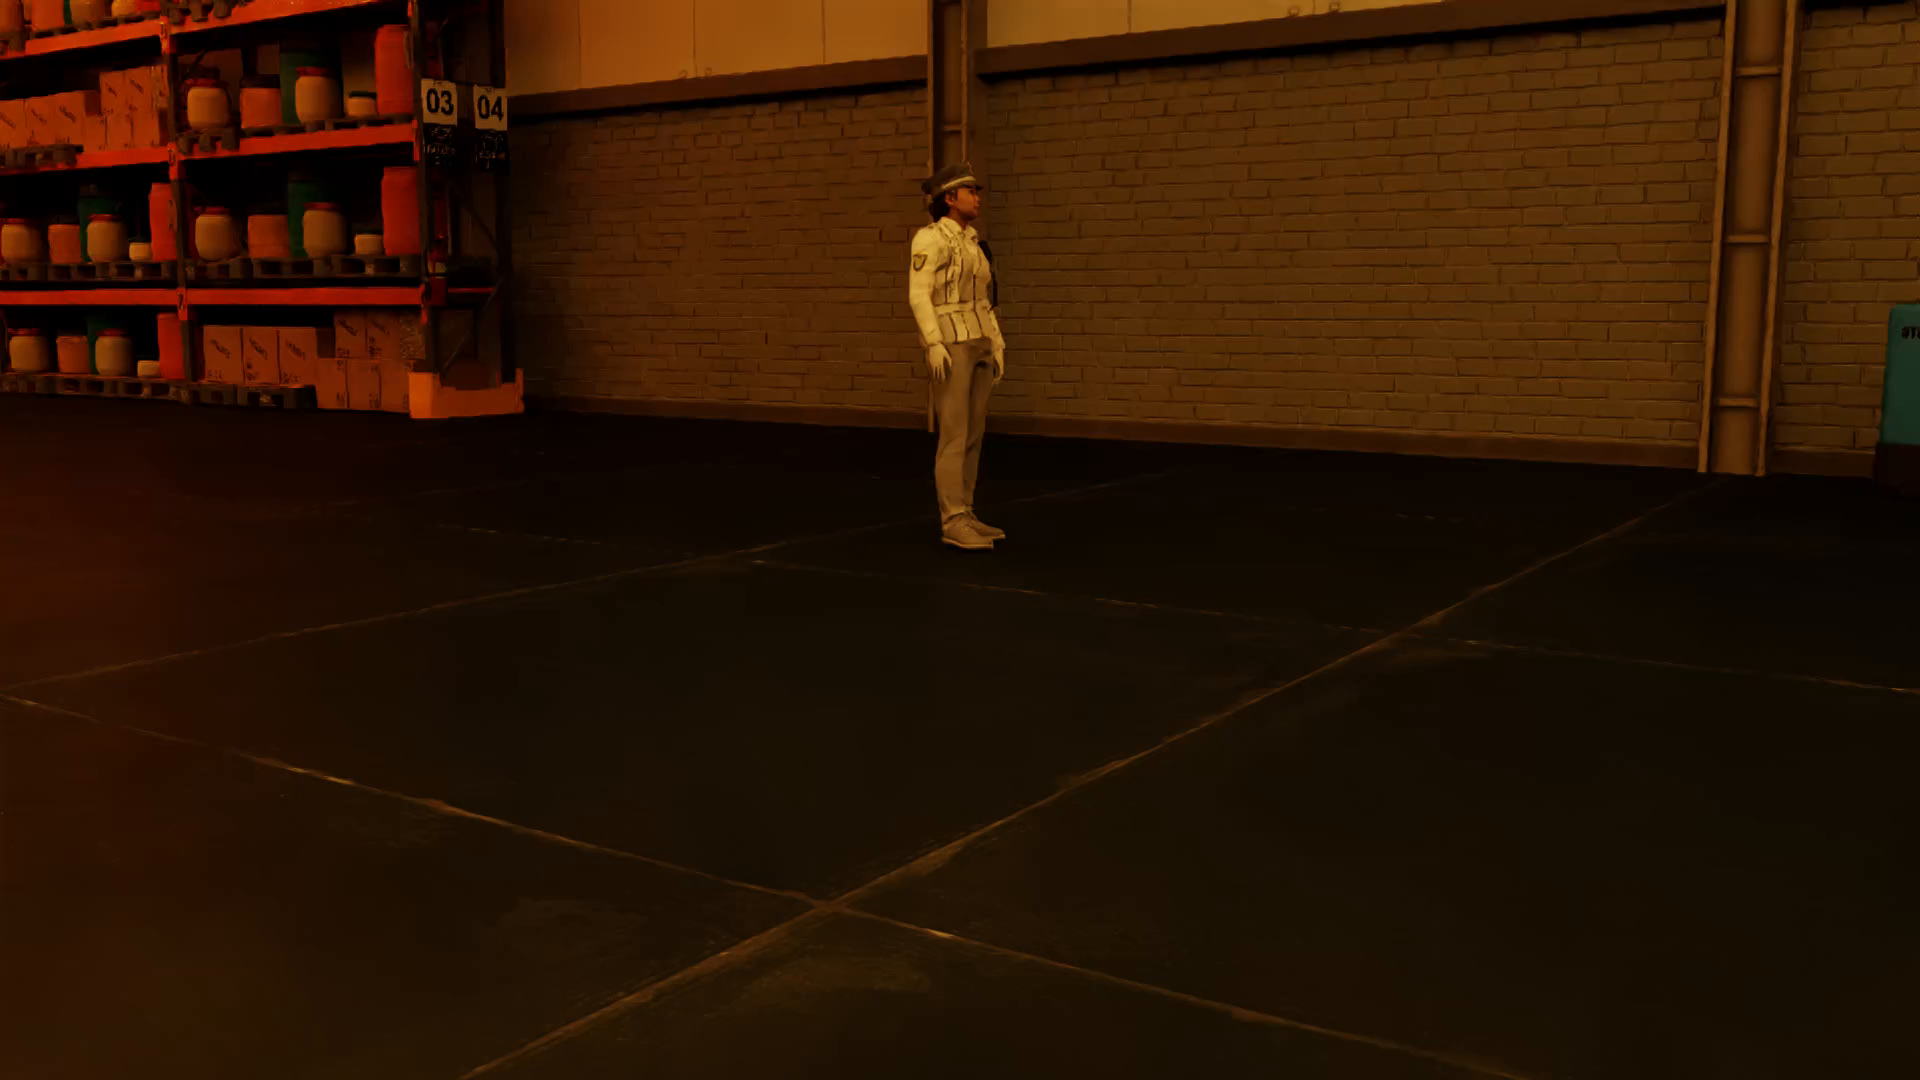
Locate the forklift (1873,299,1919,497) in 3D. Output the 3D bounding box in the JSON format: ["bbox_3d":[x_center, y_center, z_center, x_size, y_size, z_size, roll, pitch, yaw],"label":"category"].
[{"bbox_3d":[6.352,-1.558,8.148,1.130,2.935,3.031,-6,10,-36],"label":"forklift"}]

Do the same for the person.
[{"bbox_3d":[0.052,-0.840,7.440,0.533,1.695,0.586,5,10,34],"label":"person"}]
